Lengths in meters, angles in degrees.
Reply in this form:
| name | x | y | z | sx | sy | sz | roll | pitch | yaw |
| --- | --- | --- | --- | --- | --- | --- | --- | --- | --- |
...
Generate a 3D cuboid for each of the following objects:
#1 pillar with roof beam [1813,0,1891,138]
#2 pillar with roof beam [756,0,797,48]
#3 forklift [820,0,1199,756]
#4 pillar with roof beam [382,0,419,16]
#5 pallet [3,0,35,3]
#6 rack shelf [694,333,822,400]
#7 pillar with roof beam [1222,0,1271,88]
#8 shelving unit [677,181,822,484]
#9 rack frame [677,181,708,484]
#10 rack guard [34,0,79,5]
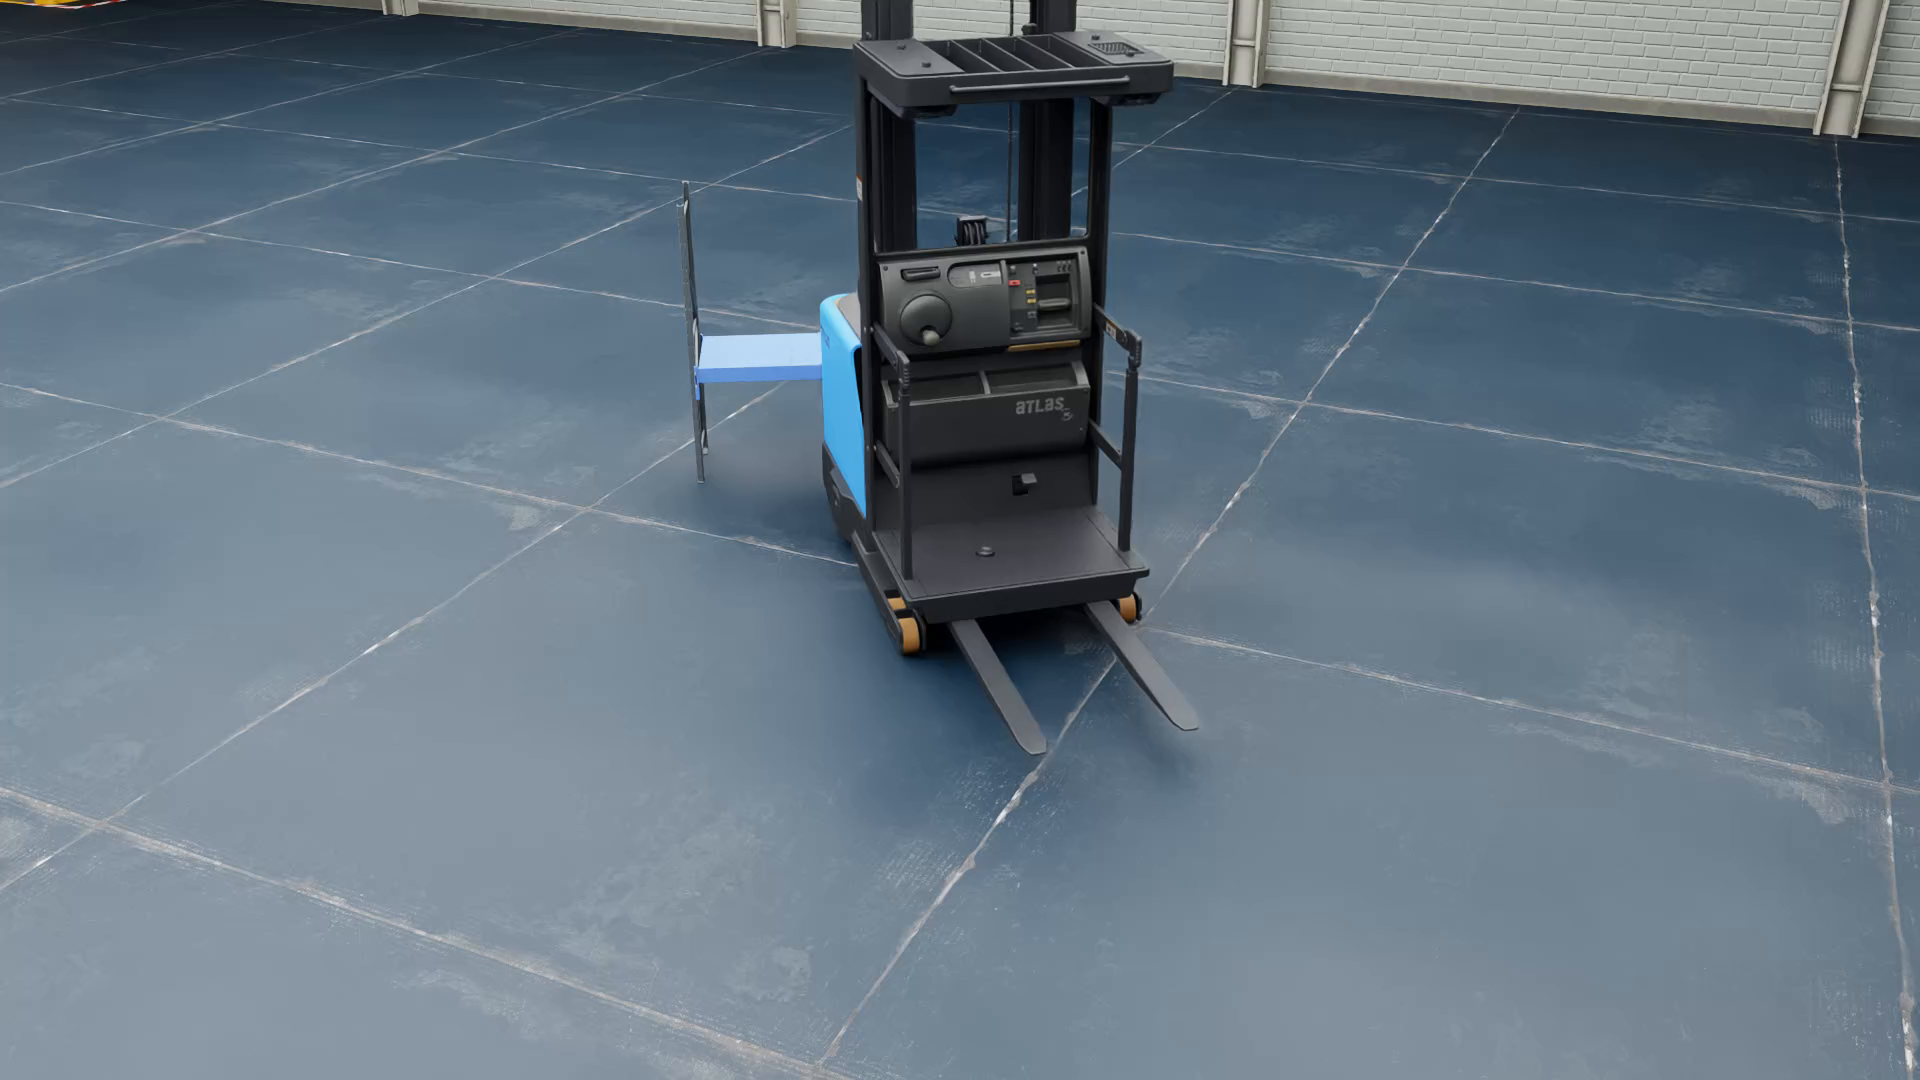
| name | x | y | z | sx | sy | sz | roll | pitch | yaw |
| --- | --- | --- | --- | --- | --- | --- | --- | --- | --- |
| pillar with roof beam | 6.855 | -6.323 | 10.905 | 0.400 | 9.000 | 9.100 | 11 | 28 | 22 |
| pillar with roof beam | -4.069 | -8.517 | 15.361 | 0.400 | 9.000 | 9.100 | 11 | 28 | 22 |
| forklift | 0.176 | -1.006 | 6.975 | 1.130 | 2.935 | 3.031 | -7 | 27 | -14 |
| pillar with roof beam | -9.530 | -9.614 | 17.590 | 0.400 | 9.000 | 9.100 | 11 | 28 | 22 |
| pallet | -13.663 | -8.133 | 24.530 | 1.213 | 0.211 | 1.003 | 11 | 28 | 22 |
| rack shelf | -0.897 | -0.942 | 8.872 | 1.000 | 0.185 | 0.538 | -2 | 26 | -5 |
| pillar with roof beam | 1.393 | -7.420 | 13.133 | 0.400 | 9.000 | 9.100 | 11 | 28 | 22 |
| shelving unit | -0.897 | -1.103 | 8.793 | 1.048 | 1.500 | 0.538 | -2 | 26 | -5 |
| rack frame | -1.403 | -1.083 | 8.752 | 0.032 | 1.500 | 0.500 | -2 | 26 | -5 |
| rack guard | -12.928 | -8.135 | 24.207 | 0.348 | 0.500 | 1.175 | 11 | 28 | 22 |
